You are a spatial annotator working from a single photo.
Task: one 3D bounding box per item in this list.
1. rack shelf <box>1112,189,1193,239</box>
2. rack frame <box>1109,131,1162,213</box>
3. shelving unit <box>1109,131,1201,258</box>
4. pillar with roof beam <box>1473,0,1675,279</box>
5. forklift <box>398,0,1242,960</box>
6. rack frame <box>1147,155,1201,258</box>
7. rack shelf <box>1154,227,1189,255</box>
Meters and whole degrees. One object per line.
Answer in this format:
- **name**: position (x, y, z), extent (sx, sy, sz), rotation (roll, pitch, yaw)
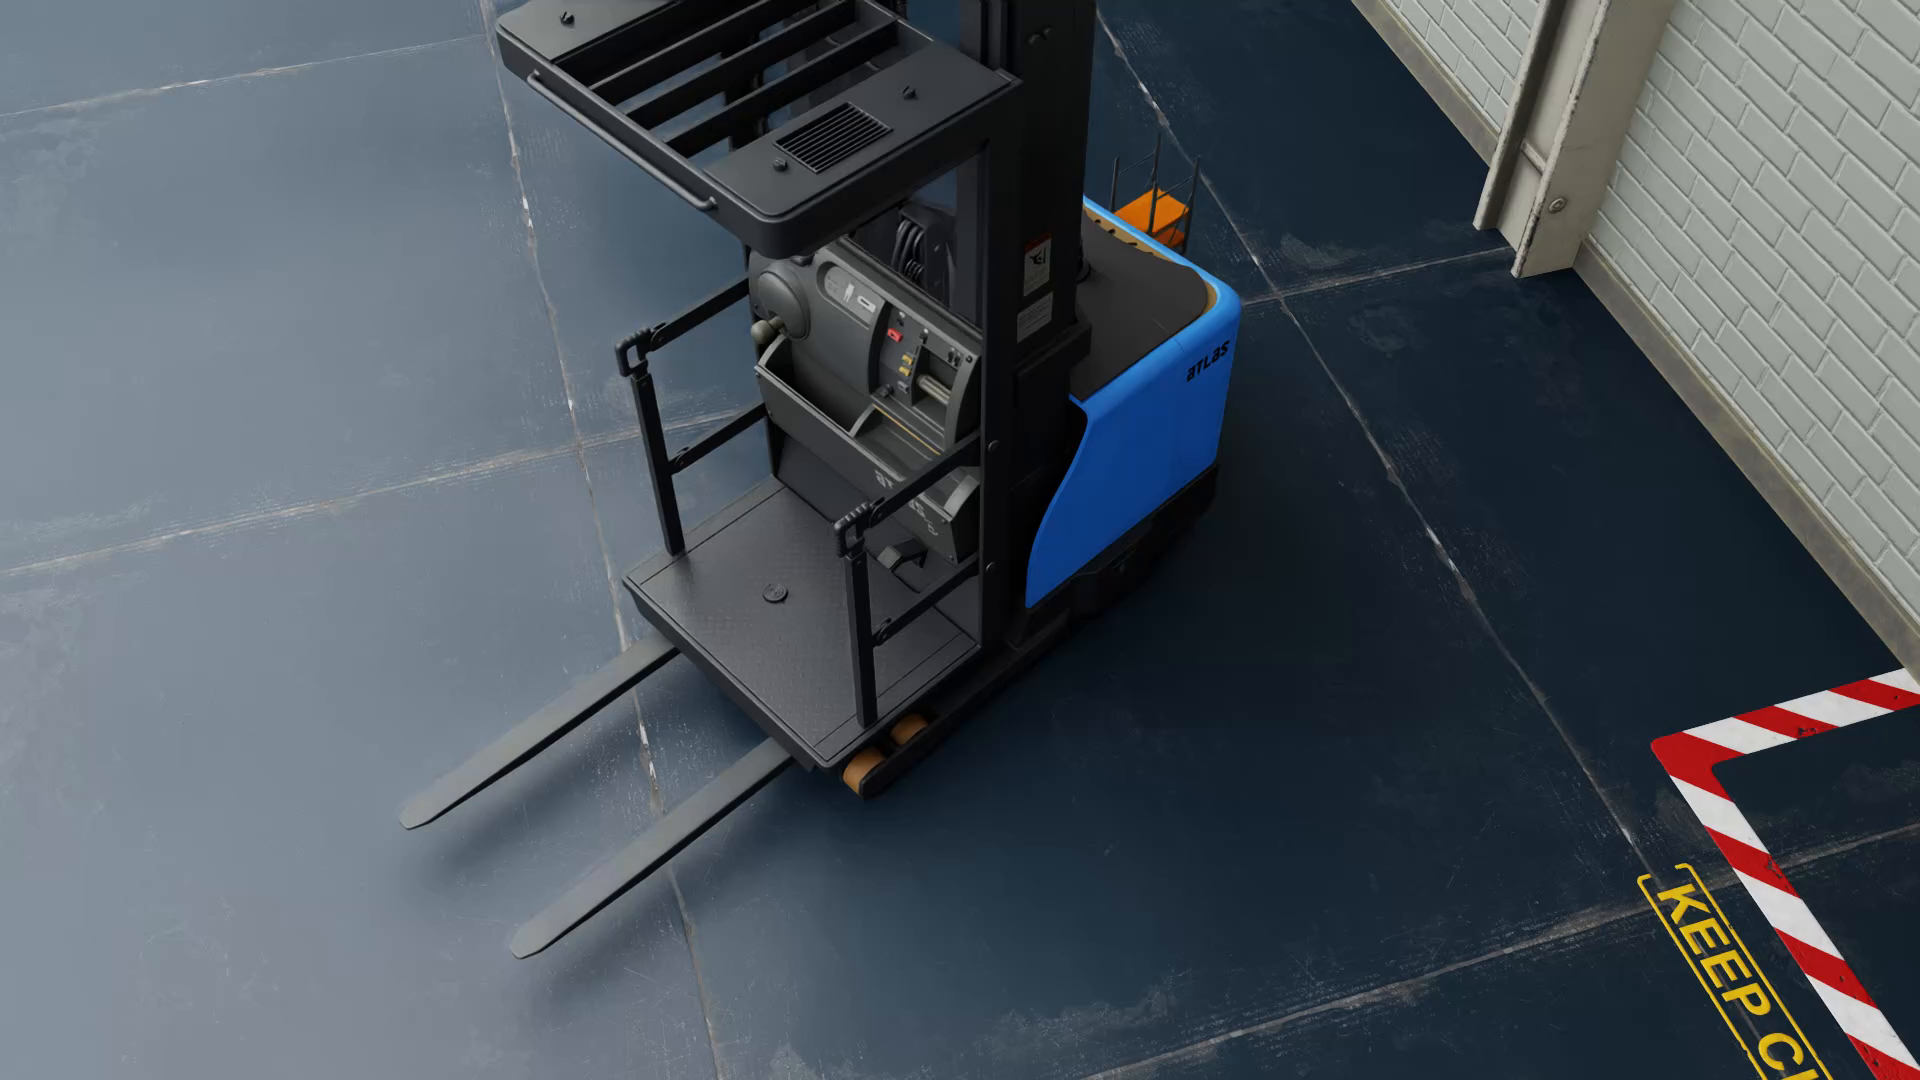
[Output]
- **rack shelf**: position (0.687, -1.151, 6.019), extent (0.258, 0.103, 0.180), rotation (-35, 58, -27)
- **rack frame**: position (0.619, -0.995, 6.300), extent (0.240, 1.200, 0.006), rotation (-35, 58, -27)
- **shelving unit**: position (0.681, -0.944, 6.257), extent (0.258, 1.200, 0.189), rotation (-35, 58, -27)
- **pillar with roof beam**: position (-1.613, -3.238, 3.094), extent (9.100, 9.000, 0.400), rotation (-13, 51, -11)
- **forklift**: position (-0.449, -0.549, 4.796), extent (3.031, 2.935, 1.130), rotation (-37, 59, -27)
- **rack frame**: position (0.744, -0.893, 6.214), extent (0.240, 1.200, 0.006), rotation (-35, 58, -27)
- **rack shelf**: position (0.685, -1.072, 6.109), extent (0.258, 0.103, 0.180), rotation (-35, 58, -27)
